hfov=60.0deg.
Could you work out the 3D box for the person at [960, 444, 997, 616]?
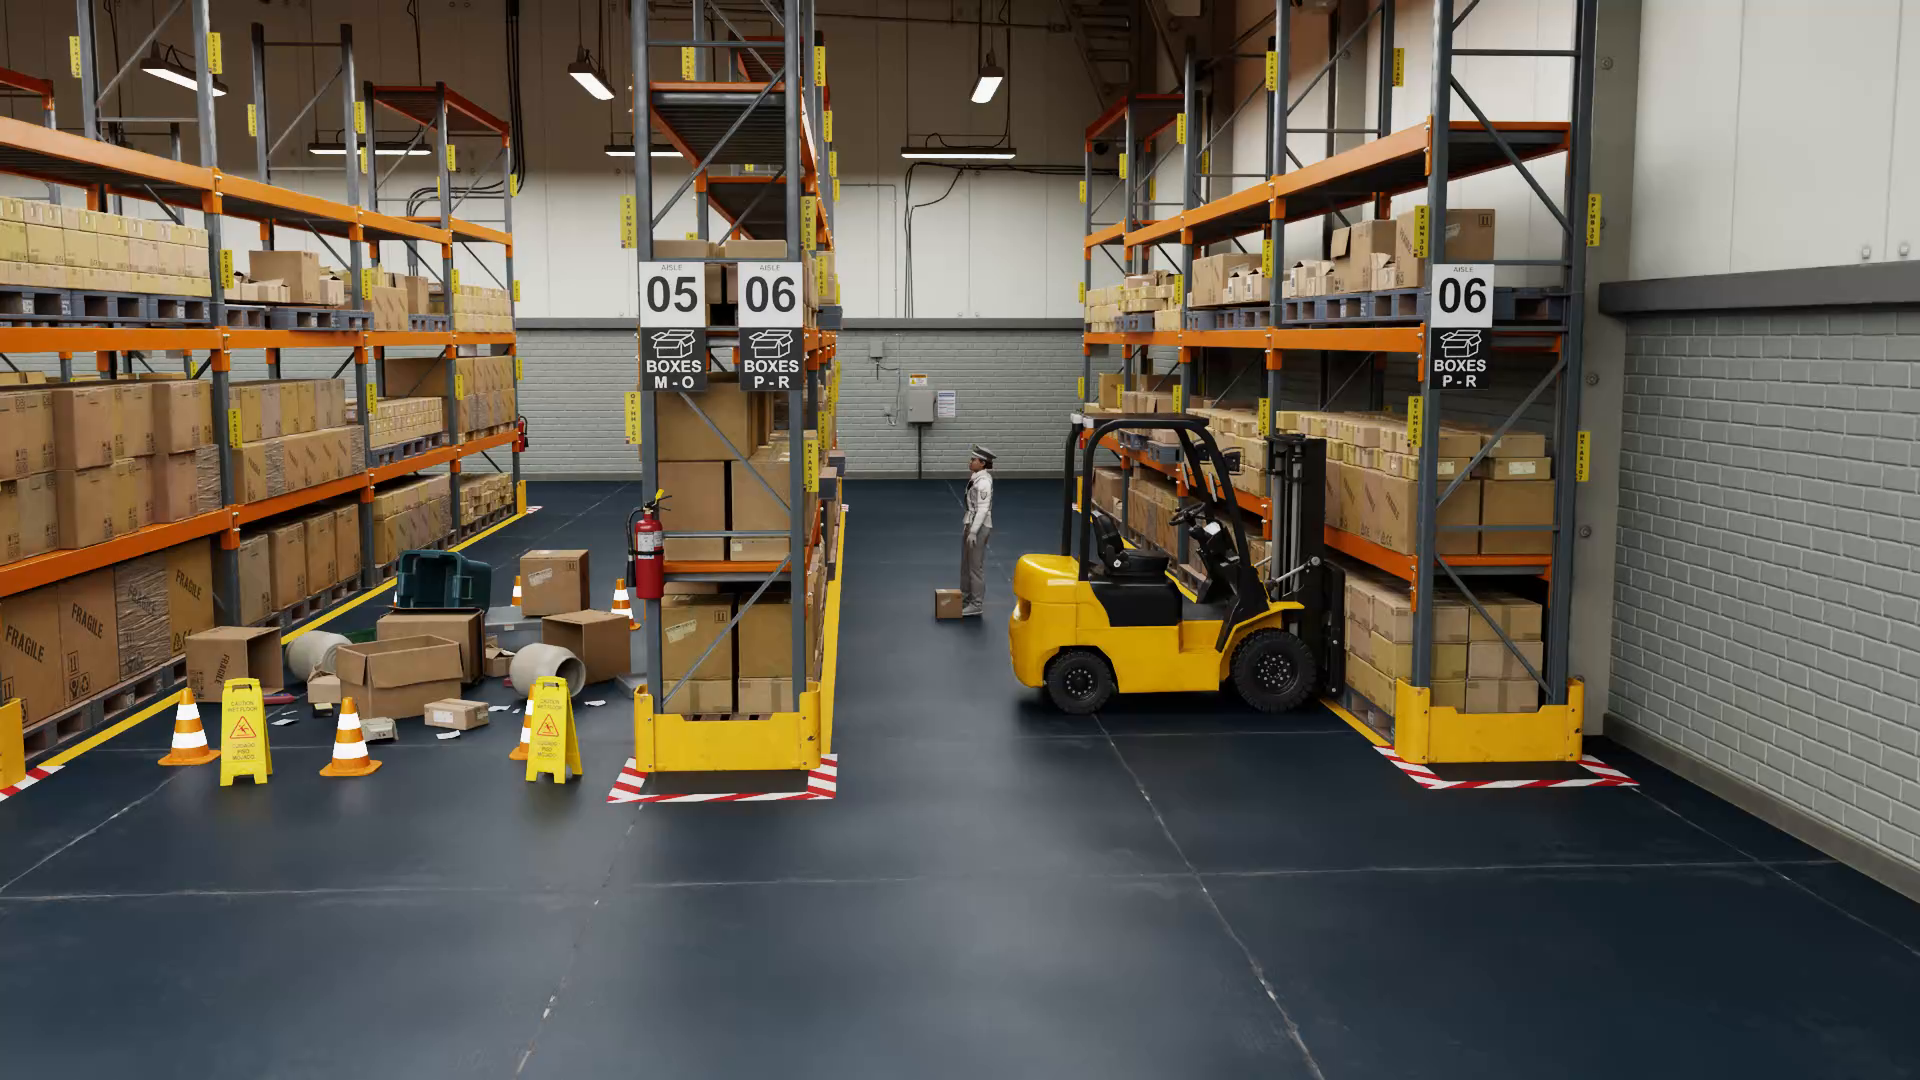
[{"bbox_3d":[0.091,-0.101,16.369,0.529,1.694,0.587,0,7,-4],"label":"person"}]
